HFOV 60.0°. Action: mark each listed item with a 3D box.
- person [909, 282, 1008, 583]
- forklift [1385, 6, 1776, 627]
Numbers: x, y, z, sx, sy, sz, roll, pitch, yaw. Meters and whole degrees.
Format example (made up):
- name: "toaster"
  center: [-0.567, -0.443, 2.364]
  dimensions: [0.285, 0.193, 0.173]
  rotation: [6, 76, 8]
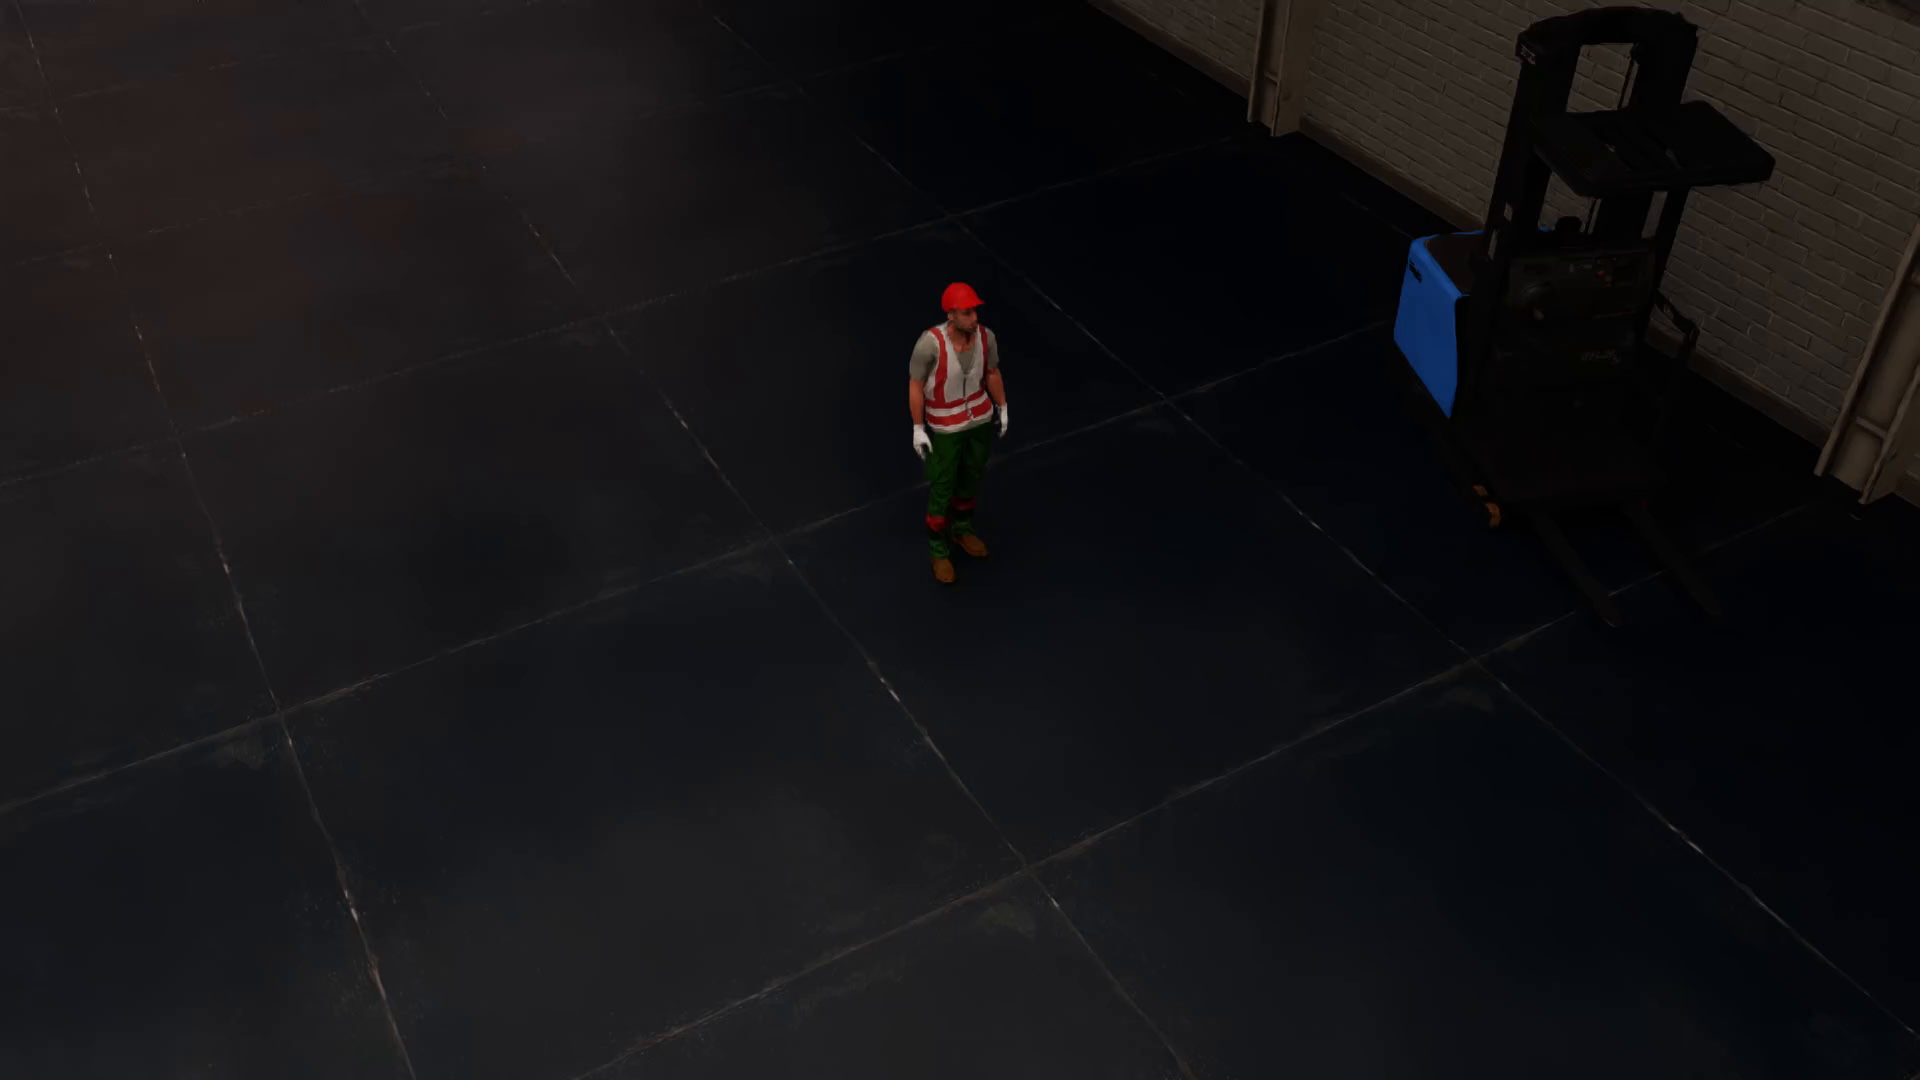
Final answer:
- name: "person"
  center: [0.031, -0.646, 9.699]
  dimensions: [0.637, 1.787, 0.563]
  rotation: [-20, 44, -23]
- name: "forklift"
  center: [3.753, -1.455, 9.790]
  dimensions: [1.130, 2.935, 3.031]
  rotation: [-7, 40, -8]
